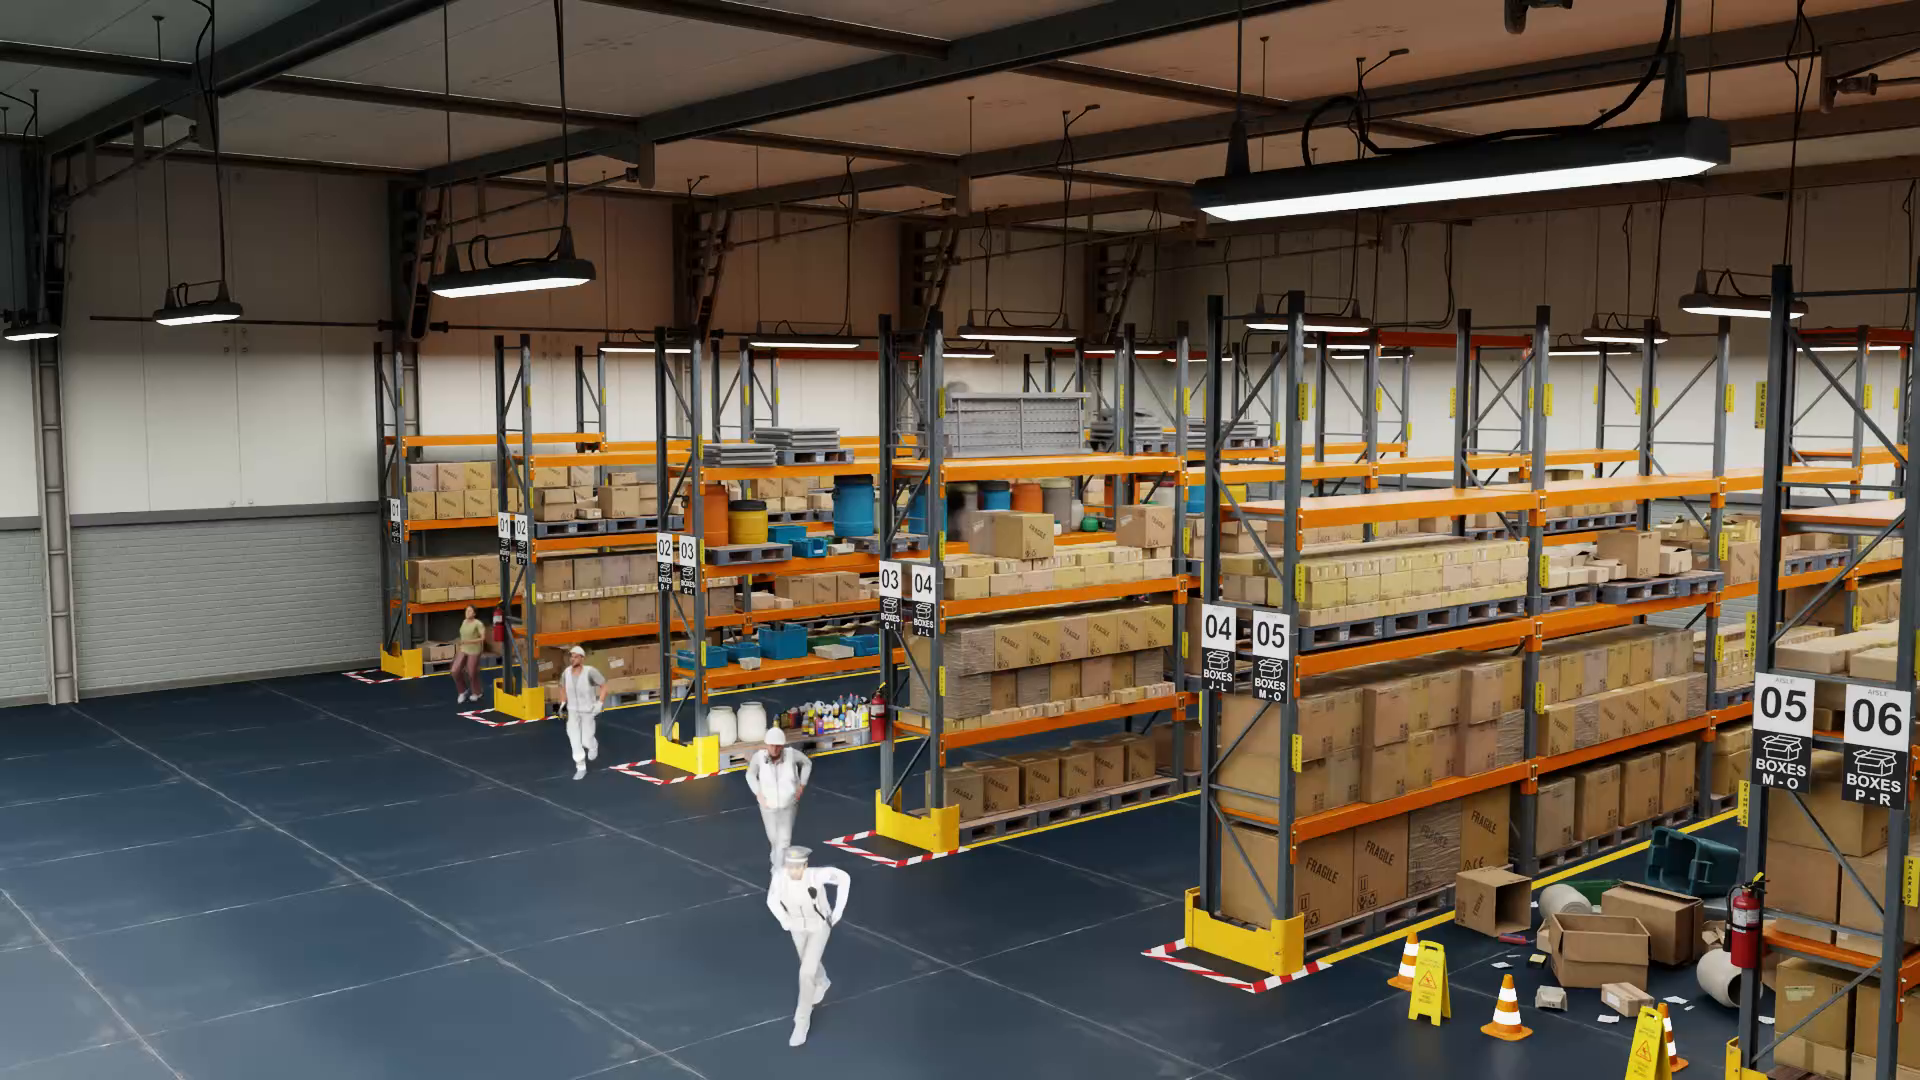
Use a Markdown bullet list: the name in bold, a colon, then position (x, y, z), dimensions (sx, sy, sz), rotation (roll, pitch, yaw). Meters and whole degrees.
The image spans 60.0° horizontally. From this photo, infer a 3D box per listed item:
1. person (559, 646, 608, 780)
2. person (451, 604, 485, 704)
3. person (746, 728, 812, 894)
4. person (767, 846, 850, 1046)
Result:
- **person**: position (-5.017, 2.279, 22.223), dimensions (0.669, 1.766, 0.666), rotation (1, 5, 9)
- **person**: position (-8.034, 1.869, 27.347), dimensions (0.559, 1.649, 0.659), rotation (2, 6, 19)
- **person**: position (-1.895, 2.752, 17.419), dimensions (0.686, 1.732, 1.030), rotation (-1, 5, -6)
- **person**: position (-1.194, 3.181, 13.462), dimensions (0.658, 1.624, 0.963), rotation (1, 5, 11)
